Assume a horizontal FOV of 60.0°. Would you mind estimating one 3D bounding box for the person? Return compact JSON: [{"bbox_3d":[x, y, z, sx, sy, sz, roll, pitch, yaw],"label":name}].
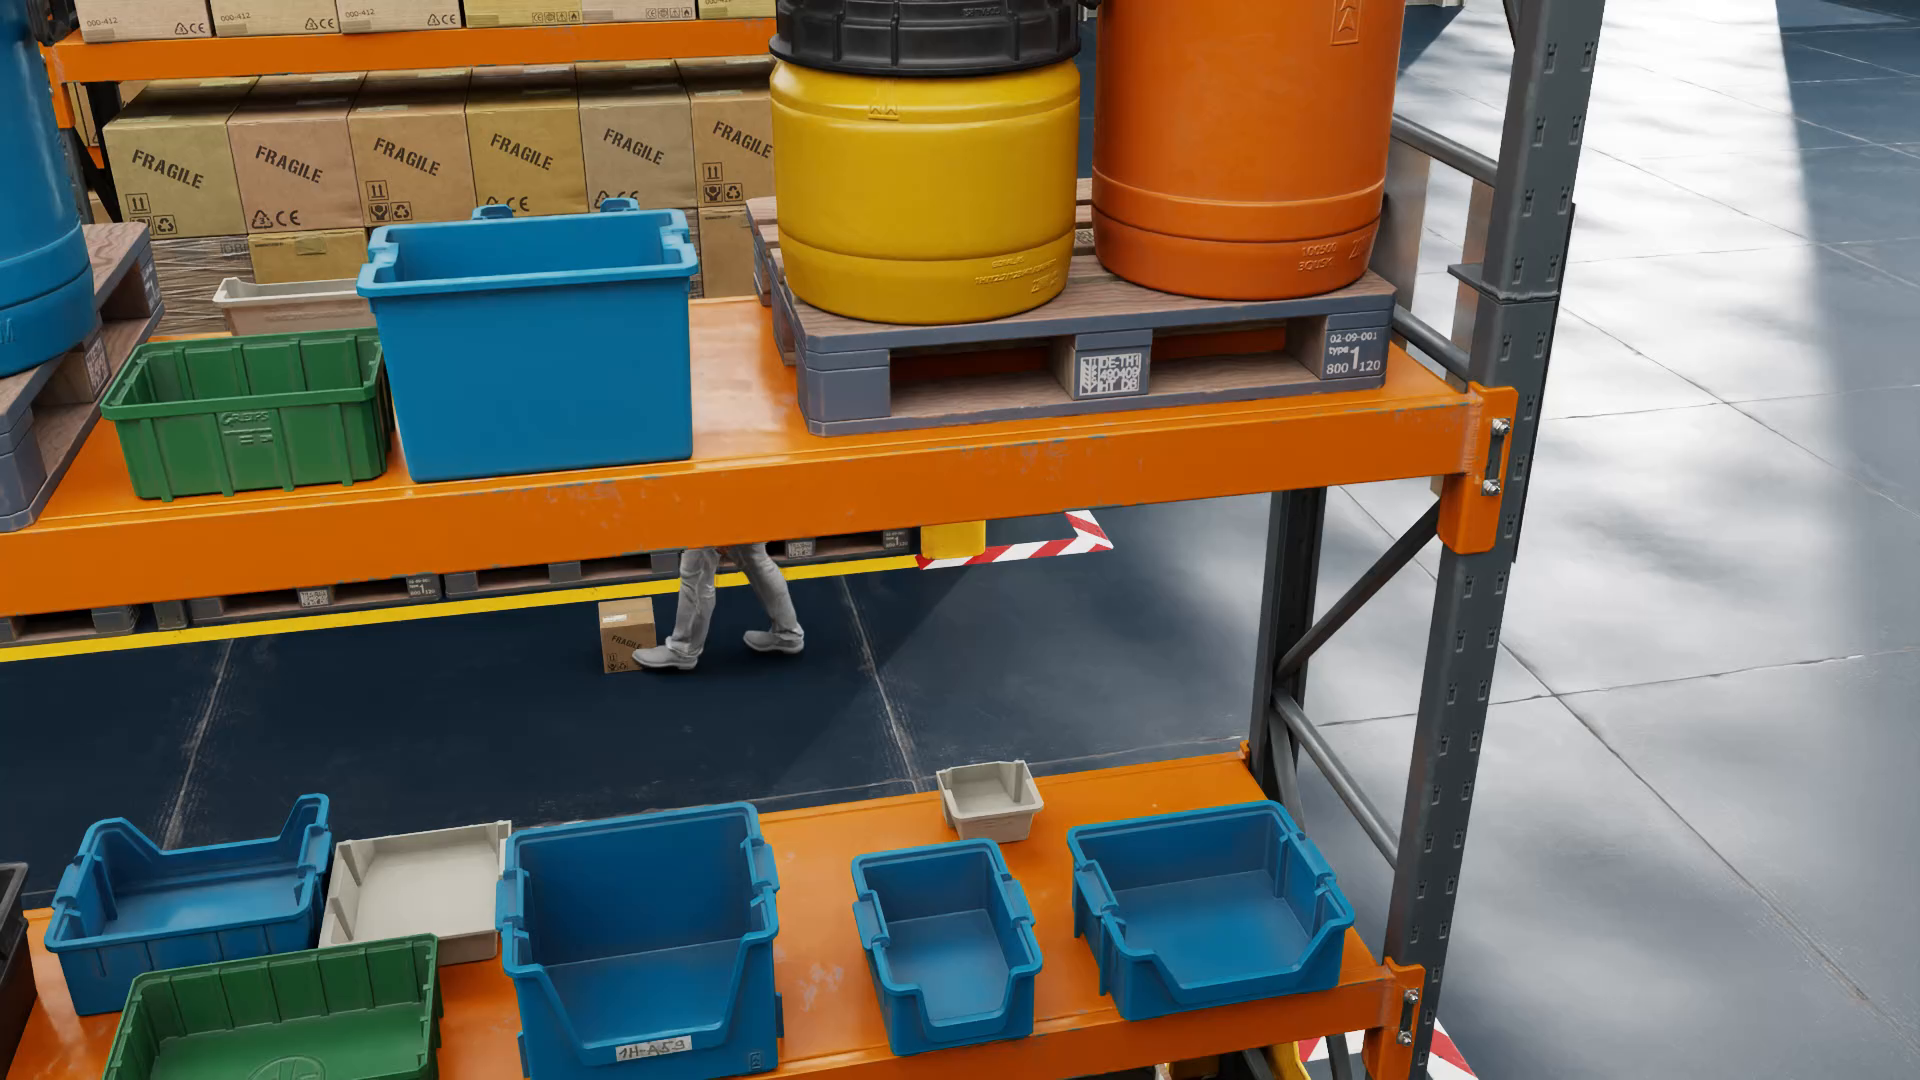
[{"bbox_3d":[-1.128,-0.229,7.532,0.769,1.742,0.629,6,27,11],"label":"person"}]
